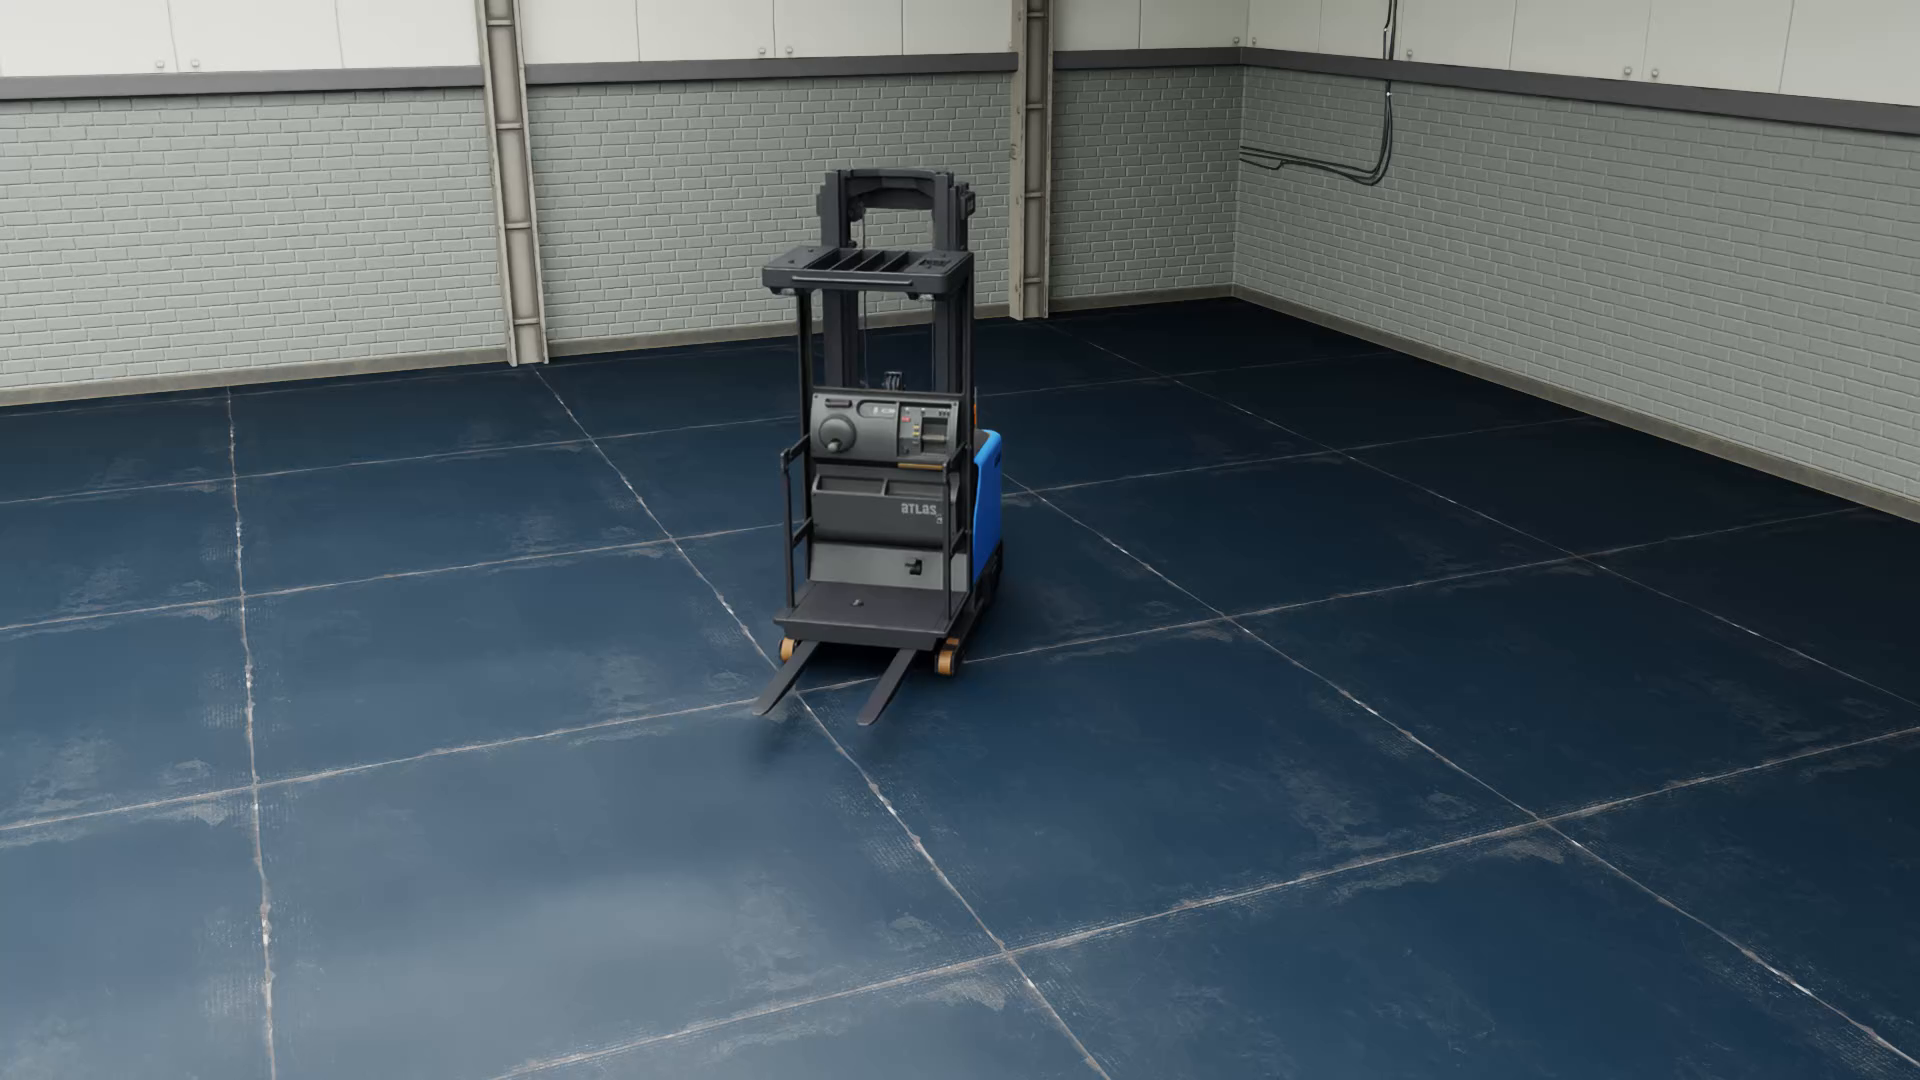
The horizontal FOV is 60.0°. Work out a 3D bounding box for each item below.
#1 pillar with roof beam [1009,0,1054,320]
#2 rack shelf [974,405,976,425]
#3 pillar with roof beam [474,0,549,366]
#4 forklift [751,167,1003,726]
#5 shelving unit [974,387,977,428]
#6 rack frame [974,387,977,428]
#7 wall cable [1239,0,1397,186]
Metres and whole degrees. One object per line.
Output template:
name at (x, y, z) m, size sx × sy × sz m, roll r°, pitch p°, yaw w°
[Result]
pillar with roof beam at (2.539, -5.653, 15.027) m, size 0.400 × 9.000 × 9.100 m, roll -8°, pitch 21°, yaw -22°
rack shelf at (-0.152, -0.915, 12.130) m, size 0.480 × 0.148 × 0.258 m, roll -8°, pitch 21°, yaw -22°
pillar with roof beam at (-2.970, -4.864, 12.785) m, size 0.400 × 9.000 × 9.100 m, roll -8°, pitch 21°, yaw -22°
forklift at (-0.508, -0.684, 10.051) m, size 1.130 × 2.935 × 3.031 m, roll 4°, pitch 20°, yaw 11°
shelving unit at (-0.152, -0.544, 12.261) m, size 0.503 × 1.200 × 0.258 m, roll -8°, pitch 21°, yaw -22°
rack frame at (0.072, -0.576, 12.352) m, size 0.015 × 1.200 × 0.240 m, roll -8°, pitch 21°, yaw -22°
wall cable at (4.063, -5.485, 19.227) m, size 0.112 × 2.526 × 3.097 m, roll -8°, pitch 21°, yaw -22°
